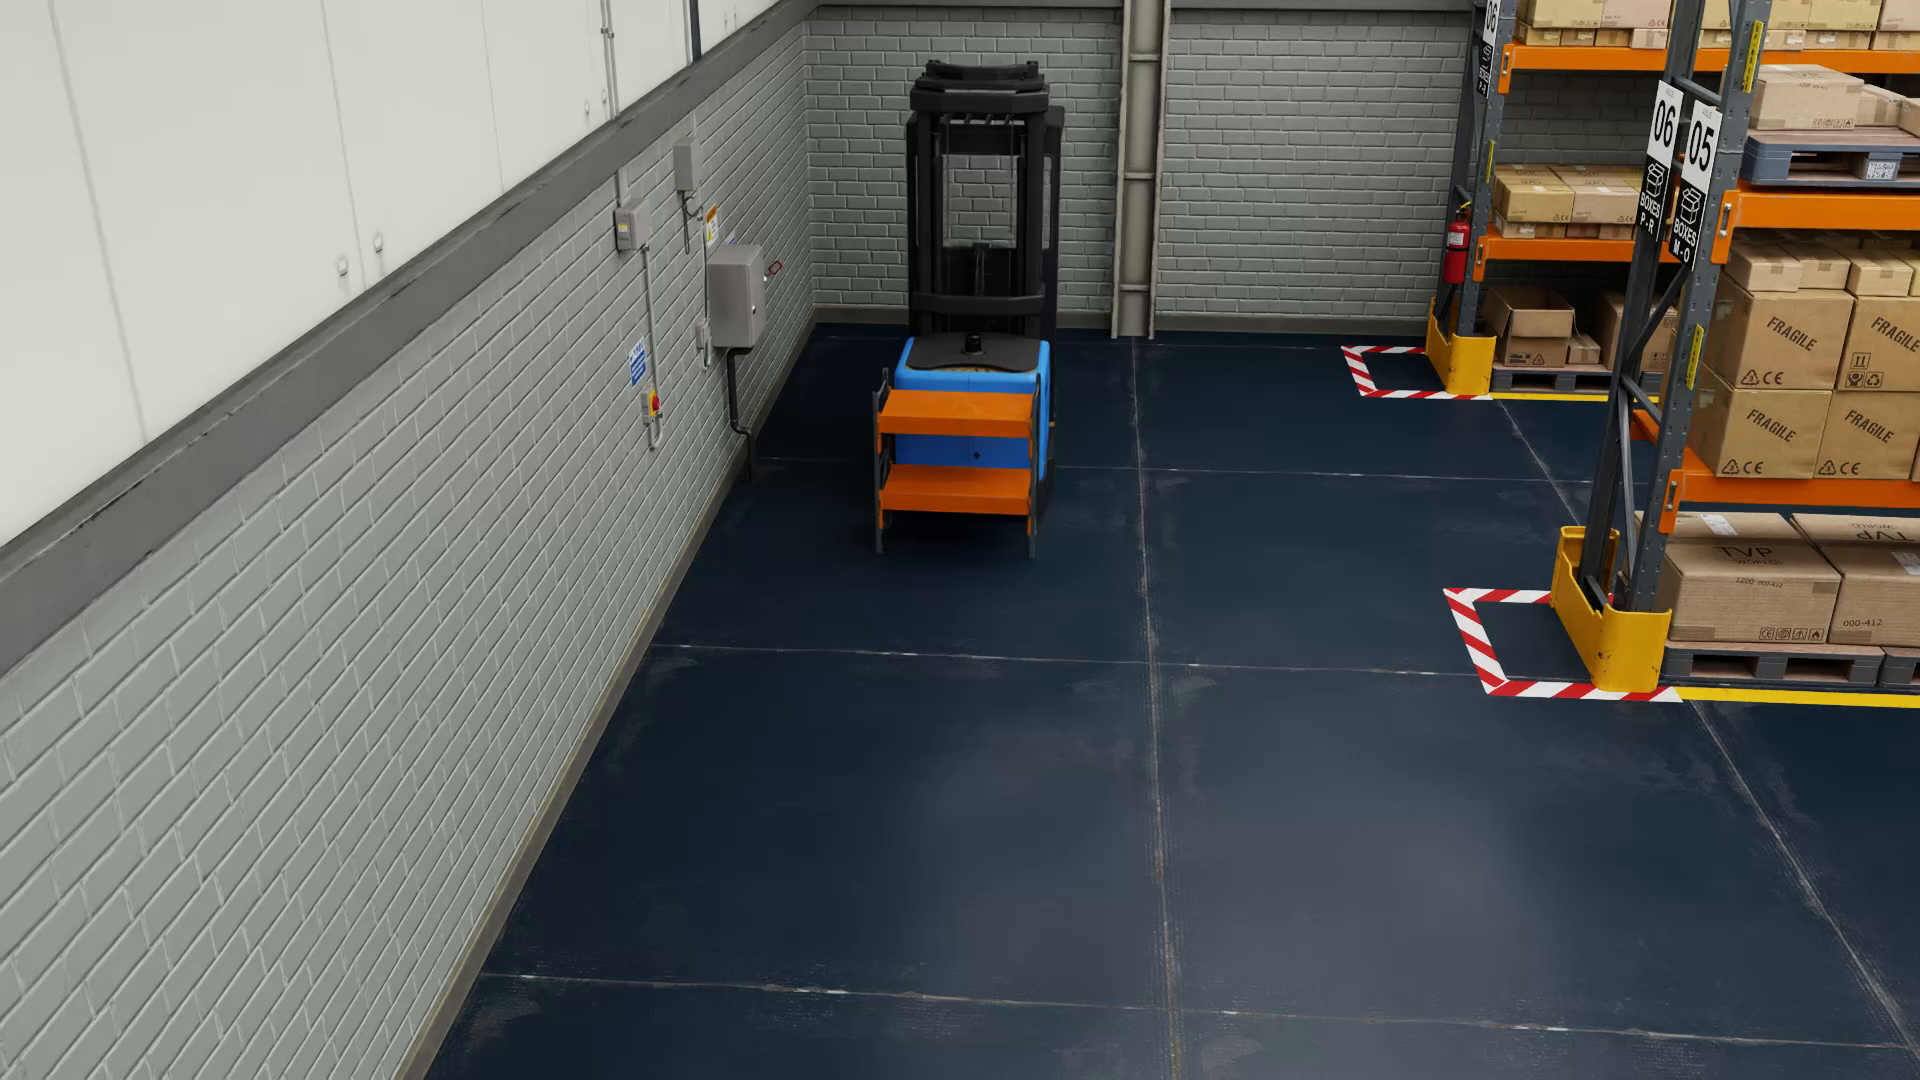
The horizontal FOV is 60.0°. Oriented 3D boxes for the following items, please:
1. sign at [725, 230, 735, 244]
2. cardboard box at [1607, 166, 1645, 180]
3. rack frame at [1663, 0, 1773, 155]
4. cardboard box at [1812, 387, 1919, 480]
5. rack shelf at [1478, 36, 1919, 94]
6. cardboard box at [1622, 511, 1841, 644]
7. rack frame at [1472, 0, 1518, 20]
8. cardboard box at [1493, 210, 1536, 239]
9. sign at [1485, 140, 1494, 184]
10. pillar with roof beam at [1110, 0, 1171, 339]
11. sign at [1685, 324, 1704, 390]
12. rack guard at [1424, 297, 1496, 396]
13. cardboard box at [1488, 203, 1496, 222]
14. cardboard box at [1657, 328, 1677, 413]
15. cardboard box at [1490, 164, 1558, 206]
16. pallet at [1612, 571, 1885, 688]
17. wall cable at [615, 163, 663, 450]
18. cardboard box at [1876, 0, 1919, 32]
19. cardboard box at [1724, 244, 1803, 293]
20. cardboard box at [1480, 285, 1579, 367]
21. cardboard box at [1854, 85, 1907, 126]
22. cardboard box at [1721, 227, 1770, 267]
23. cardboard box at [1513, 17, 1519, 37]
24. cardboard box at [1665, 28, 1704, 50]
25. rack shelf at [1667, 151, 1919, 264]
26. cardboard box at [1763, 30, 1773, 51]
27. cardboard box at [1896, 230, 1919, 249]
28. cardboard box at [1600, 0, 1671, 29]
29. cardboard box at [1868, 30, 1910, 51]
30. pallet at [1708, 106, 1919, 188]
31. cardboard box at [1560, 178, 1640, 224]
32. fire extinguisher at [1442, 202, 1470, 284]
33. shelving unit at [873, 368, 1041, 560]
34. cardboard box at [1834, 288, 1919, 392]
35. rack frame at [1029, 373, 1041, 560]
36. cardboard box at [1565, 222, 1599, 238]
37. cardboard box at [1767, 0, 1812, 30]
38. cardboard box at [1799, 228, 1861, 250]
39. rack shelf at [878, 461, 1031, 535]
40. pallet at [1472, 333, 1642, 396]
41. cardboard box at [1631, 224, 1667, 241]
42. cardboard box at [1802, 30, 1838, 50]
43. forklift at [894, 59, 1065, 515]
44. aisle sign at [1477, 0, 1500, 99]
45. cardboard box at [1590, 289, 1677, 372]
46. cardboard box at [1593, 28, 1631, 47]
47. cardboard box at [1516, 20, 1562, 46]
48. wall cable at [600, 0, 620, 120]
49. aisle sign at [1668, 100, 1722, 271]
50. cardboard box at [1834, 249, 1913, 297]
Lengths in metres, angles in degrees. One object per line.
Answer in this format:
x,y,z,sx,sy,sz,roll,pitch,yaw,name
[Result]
-1.649,-1.956,12.027,0.001,0.494,0.329,2,25,4,sign
5.700,-2.942,13.880,0.500,0.250,0.500,3,25,6,cardboard box
3.838,-3.471,8.027,0.127,3.000,1.000,2,25,4,rack frame
4.801,-0.651,8.957,0.500,0.500,0.500,1,25,3,cardboard box
6.208,-3.786,13.162,4.000,0.370,1.077,2,25,4,rack shelf
4.503,0.207,9.774,0.875,0.438,0.875,1,25,2,cardboard box
4.214,-5.540,12.524,0.127,3.000,1.000,2,25,4,rack frame
4.521,-2.575,13.559,0.250,0.149,0.380,2,25,4,cardboard box
4.172,-2.981,13.105,0.005,0.325,0.100,2,25,4,sign
1.265,-4.207,9.628,0.400,9.000,9.100,2,25,4,pillar with roof beam
3.789,-0.944,8.582,0.005,0.325,0.100,2,25,4,sign
4.290,-1.676,14.295,0.348,0.500,1.175,2,25,4,rack guard
4.565,-2.801,14.050,0.250,0.149,0.380,2,25,3,cardboard box
4.339,-0.886,9.467,0.500,0.500,0.500,2,25,4,cardboard box
4.693,-2.977,13.955,0.500,0.250,0.500,3,25,6,cardboard box
4.641,0.514,9.880,1.213,0.211,1.003,2,25,4,pallet
-1.786,-1.392,9.434,0.123,1.953,0.585,2,25,4,wall cable
7.183,-4.039,12.675,0.500,0.250,0.500,1,25,2,cardboard box
4.170,-1.413,8.641,0.250,0.149,0.380,2,25,5,cardboard box
4.816,-1.812,14.083,0.637,0.503,0.797,1,25,2,cardboard box
4.717,-2.273,8.692,0.250,0.149,0.380,0,25,0,cardboard box
4.211,-1.612,9.072,0.250,0.149,0.380,2,25,5,cardboard box
4.551,-4.149,13.391,0.250,0.149,0.380,2,25,5,cardboard box
5.534,-3.887,12.821,0.250,0.149,0.380,2,25,4,cardboard box
5.832,-1.717,8.666,4.000,0.370,1.077,2,25,4,rack shelf
6.035,-3.866,12.776,0.250,0.149,0.380,2,25,4,cardboard box
5.233,-1.577,8.998,0.250,0.149,0.380,2,25,4,cardboard box
5.144,-4.108,12.825,0.500,0.250,0.500,2,25,5,cardboard box
7.066,-3.854,12.750,0.250,0.149,0.380,2,25,4,cardboard box
4.578,-2.048,8.631,1.213,0.211,1.003,2,25,4,pallet
5.148,-2.738,13.436,0.500,0.250,0.500,2,25,5,cardboard box
4.032,-2.422,13.463,0.183,0.674,0.296,2,25,4,fire extinguisher
-0.011,-0.507,11.006,1.048,1.125,0.538,2,25,5,shelving unit
4.810,-1.097,8.731,0.500,0.500,0.500,1,25,3,cardboard box
0.495,-0.486,10.961,0.032,1.125,0.500,2,25,5,rack frame
5.042,-2.593,13.596,0.250,0.149,0.380,2,25,3,cardboard box
6.171,-4.080,12.763,0.500,0.250,0.500,1,25,3,cardboard box
4.730,-1.640,9.135,0.250,0.149,0.380,2,25,3,cardboard box
-0.011,-0.285,11.108,1.000,0.278,0.538,2,25,5,rack shelf
5.085,-1.520,14.301,1.213,0.211,1.003,2,25,4,pallet
5.555,-2.553,13.510,0.250,0.149,0.380,2,25,5,cardboard box
6.549,-3.881,12.807,0.250,0.149,0.380,2,25,5,cardboard box
0.189,-2.083,12.270,1.130,2.935,3.031,2,25,5,forklift
4.123,-3.875,12.973,0.004,0.787,0.394,2,25,4,aisle sign
5.666,-1.767,13.989,0.500,0.500,0.700,3,25,6,cardboard box
5.032,-3.943,12.943,0.250,0.149,0.380,2,25,4,cardboard box
4.514,-3.956,12.970,0.250,0.149,0.380,2,25,5,cardboard box
-1.856,-3.535,8.168,0.029,3.000,0.463,2,25,4,wall cable
3.744,-1.808,8.480,0.004,0.787,0.394,2,25,4,aisle sign
4.688,-1.378,8.565,0.250,0.149,0.380,3,25,6,cardboard box
